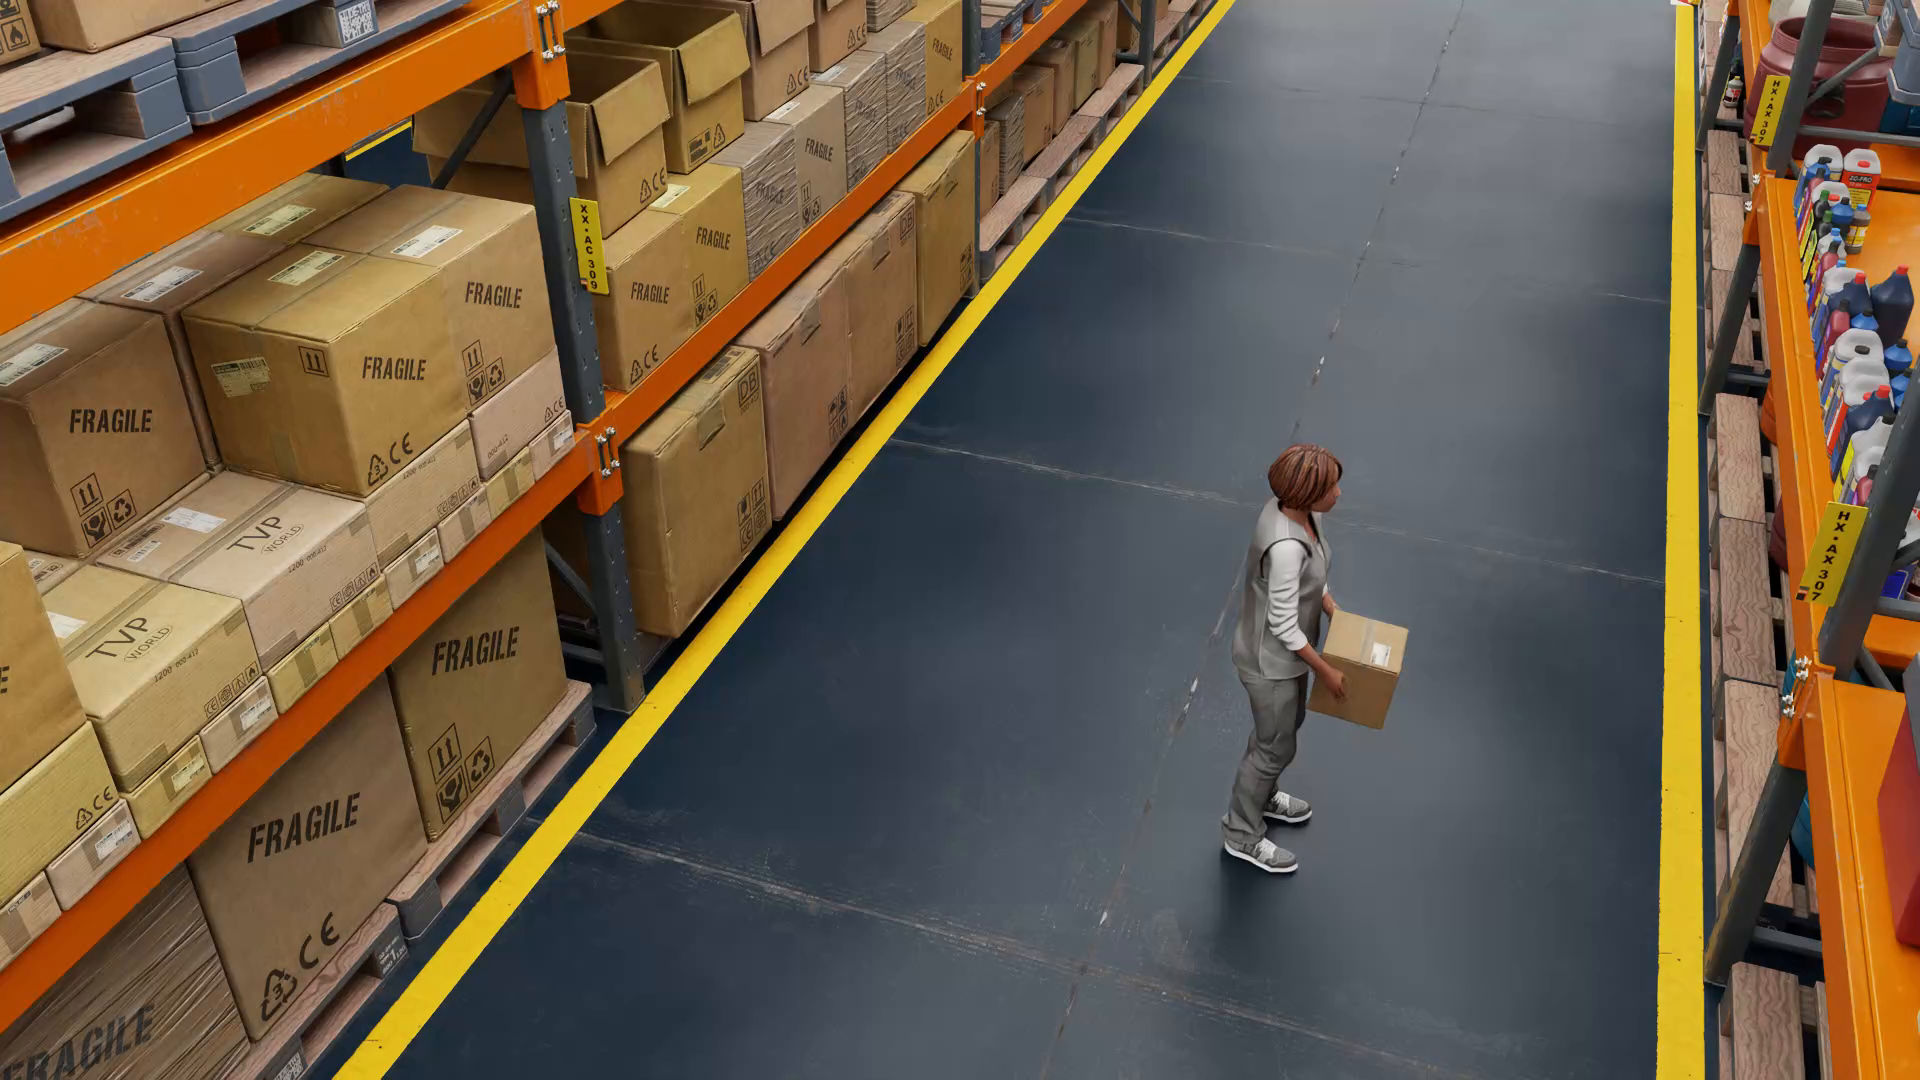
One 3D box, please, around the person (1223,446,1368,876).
[{"bbox_3d":[1.091,0.382,5.577,0.349,1.593,0.467,11,35,16],"label":"person"}]
